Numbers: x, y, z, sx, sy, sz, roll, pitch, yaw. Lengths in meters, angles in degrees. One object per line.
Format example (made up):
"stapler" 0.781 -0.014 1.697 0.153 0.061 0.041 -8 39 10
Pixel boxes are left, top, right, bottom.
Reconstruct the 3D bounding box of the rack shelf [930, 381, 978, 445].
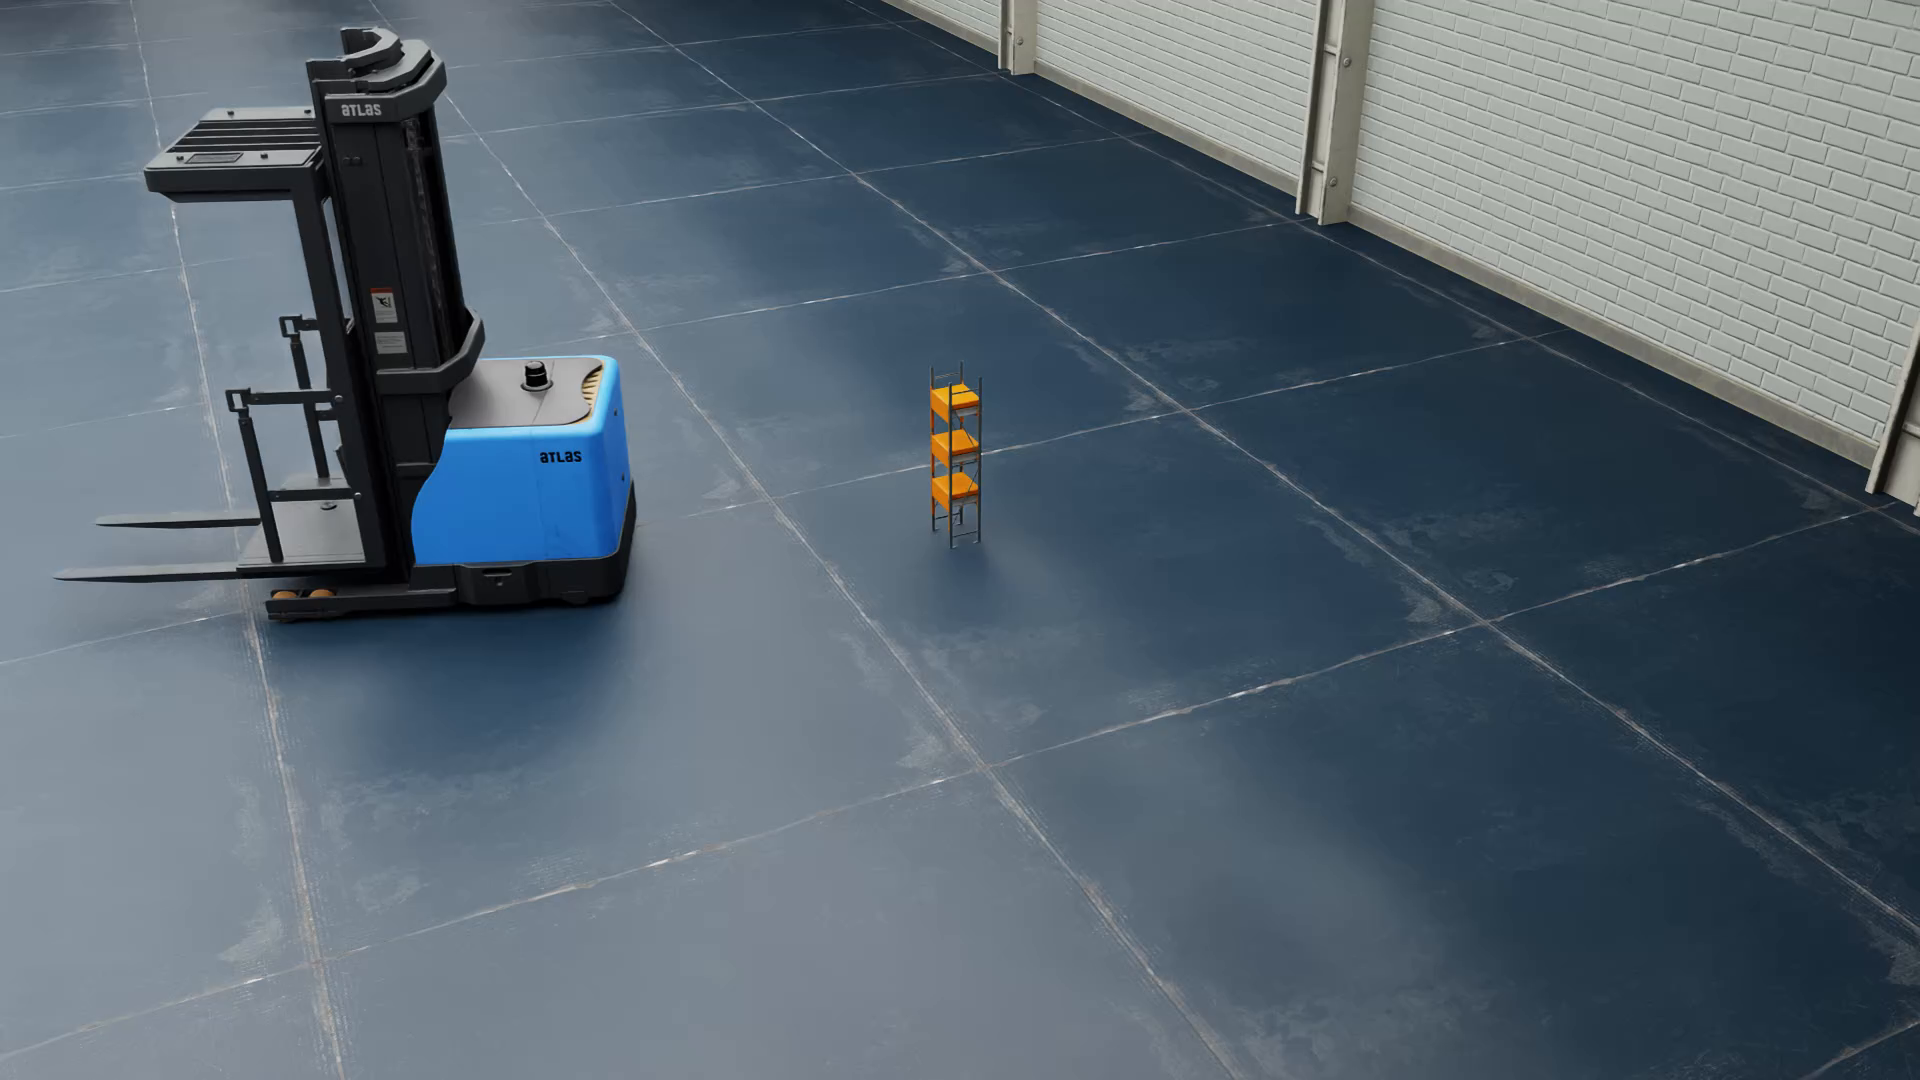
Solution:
"rack shelf" -0.023 -0.720 9.402 0.215 0.259 0.240 -13 32 -22

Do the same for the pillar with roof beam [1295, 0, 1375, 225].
"pillar with roof beam" -0.637 -5.926 11.117 9.100 9.000 0.400 -13 32 -22

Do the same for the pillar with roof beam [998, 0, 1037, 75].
"pillar with roof beam" -3.213 -8.576 15.843 9.100 9.000 0.400 -13 32 -22

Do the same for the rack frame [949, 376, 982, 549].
"rack frame" 0.029 -0.428 9.439 0.200 1.050 0.008 -13 32 -22

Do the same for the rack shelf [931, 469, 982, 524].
"rack shelf" -0.023 -0.230 9.676 0.215 0.259 0.240 -13 32 -22

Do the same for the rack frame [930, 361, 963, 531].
"rack frame" -0.075 -0.535 9.631 0.200 1.050 0.008 -13 32 -22

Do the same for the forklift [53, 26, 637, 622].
"forklift" -3.395 -1.105 8.724 3.031 2.935 1.130 -2 29 -4

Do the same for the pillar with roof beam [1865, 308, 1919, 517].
"pillar with roof beam" 1.939 -3.275 6.390 9.100 9.000 0.400 -13 32 -22

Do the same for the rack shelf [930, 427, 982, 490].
"rack shelf" -0.023 -0.472 9.541 0.215 0.259 0.240 -13 32 -22

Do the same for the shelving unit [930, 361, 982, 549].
"shelving unit" -0.023 -0.482 9.535 0.215 1.050 0.252 -13 32 -22
